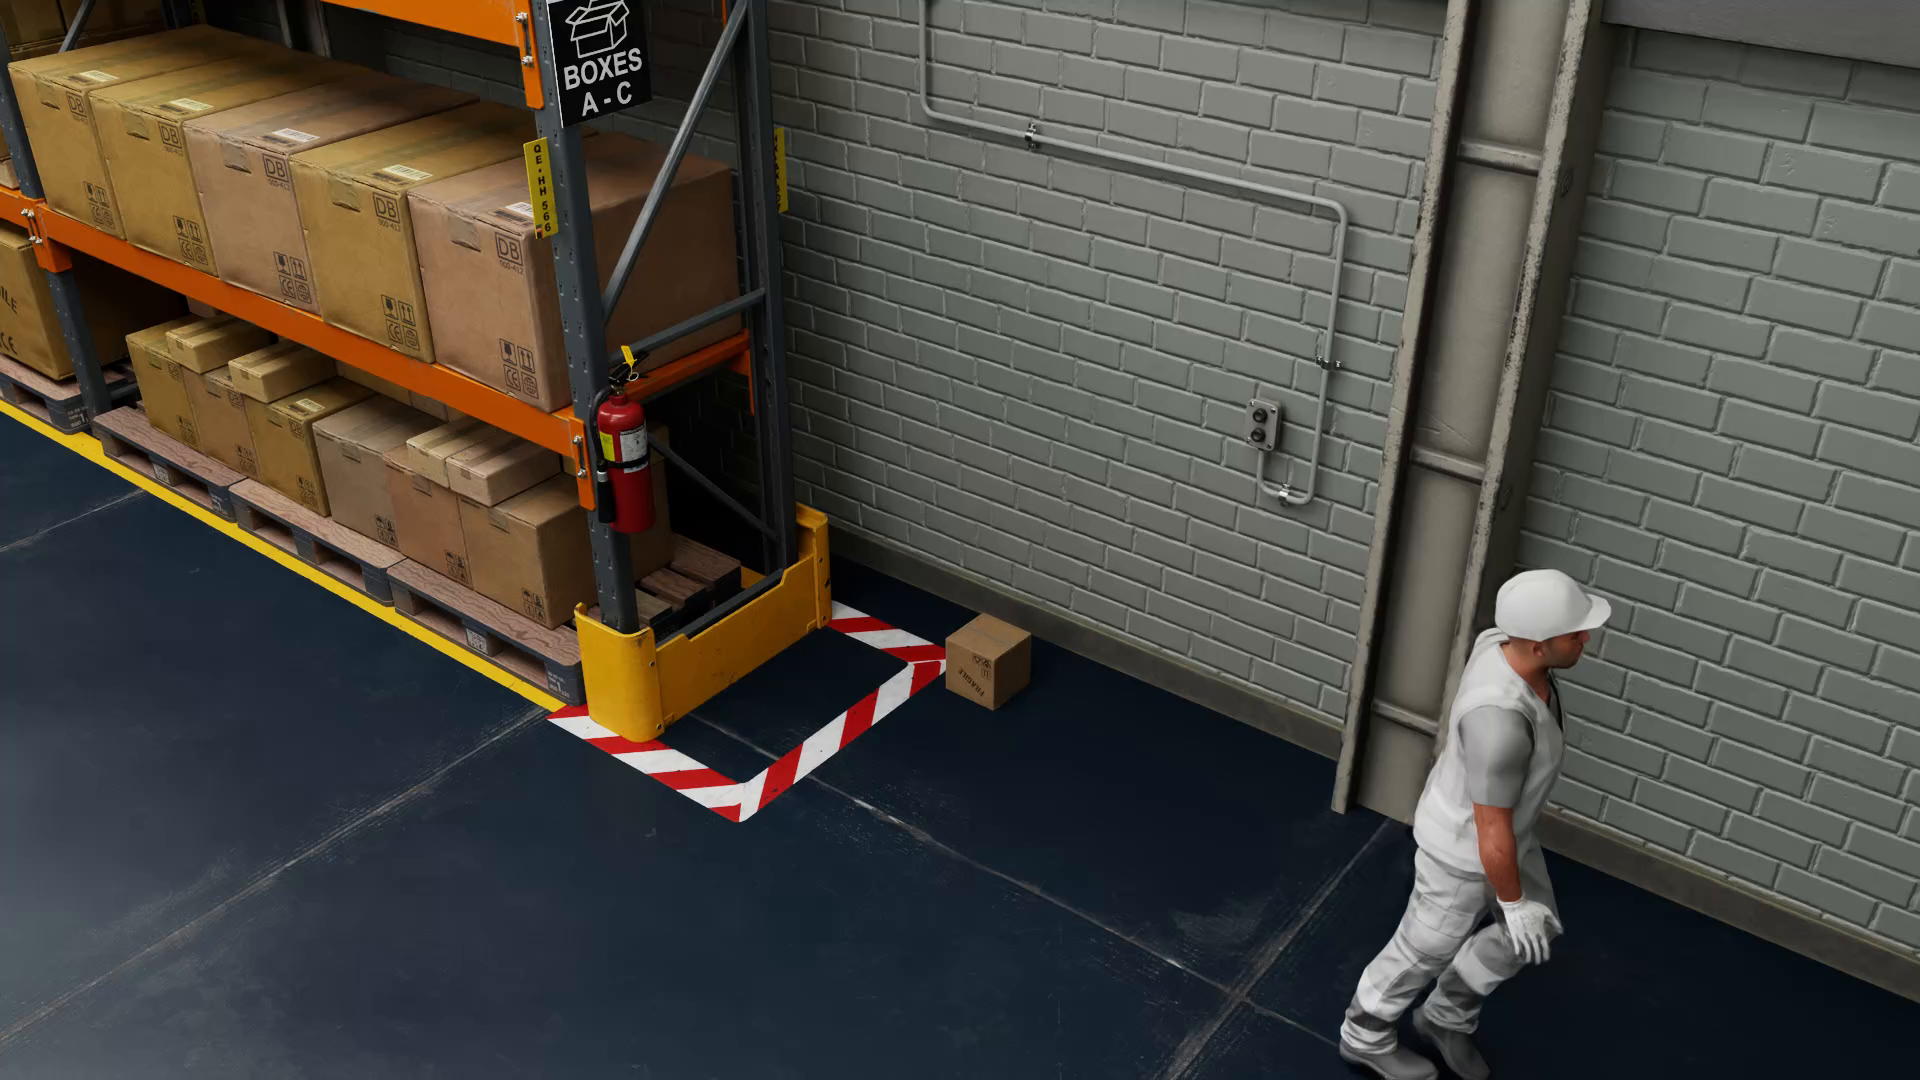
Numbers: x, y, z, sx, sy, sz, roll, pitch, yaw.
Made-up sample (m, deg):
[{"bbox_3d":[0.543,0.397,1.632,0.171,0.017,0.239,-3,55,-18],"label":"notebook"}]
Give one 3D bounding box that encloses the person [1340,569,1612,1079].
[{"bbox_3d":[1.446,0.852,4.663,0.540,1.827,0.666,12,33,20],"label":"person"}]
